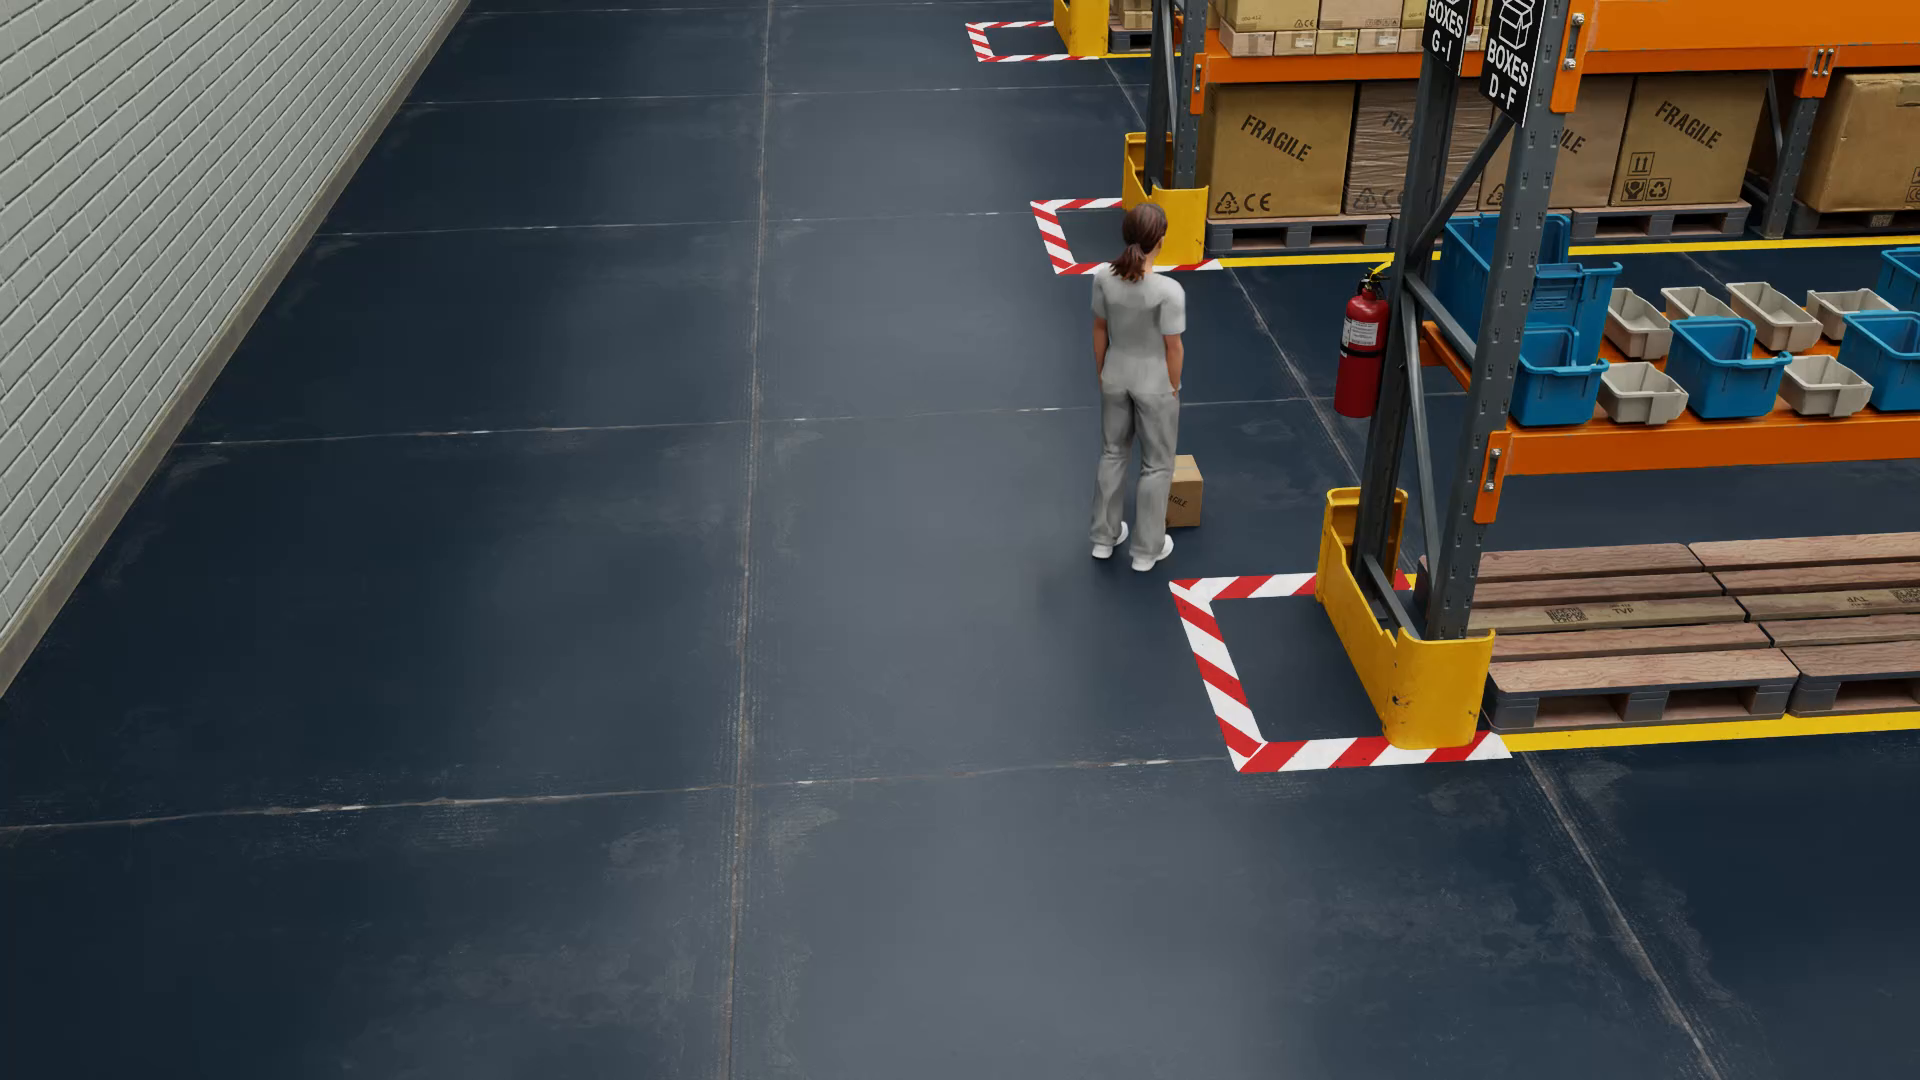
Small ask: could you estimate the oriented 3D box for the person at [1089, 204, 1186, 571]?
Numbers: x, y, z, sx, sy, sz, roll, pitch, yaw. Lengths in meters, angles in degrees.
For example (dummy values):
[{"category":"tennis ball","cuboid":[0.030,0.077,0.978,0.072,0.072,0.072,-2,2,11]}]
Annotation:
[{"category":"person","cuboid":[0.760,-0.654,7.221,0.438,1.672,0.362,19,36,28]}]
